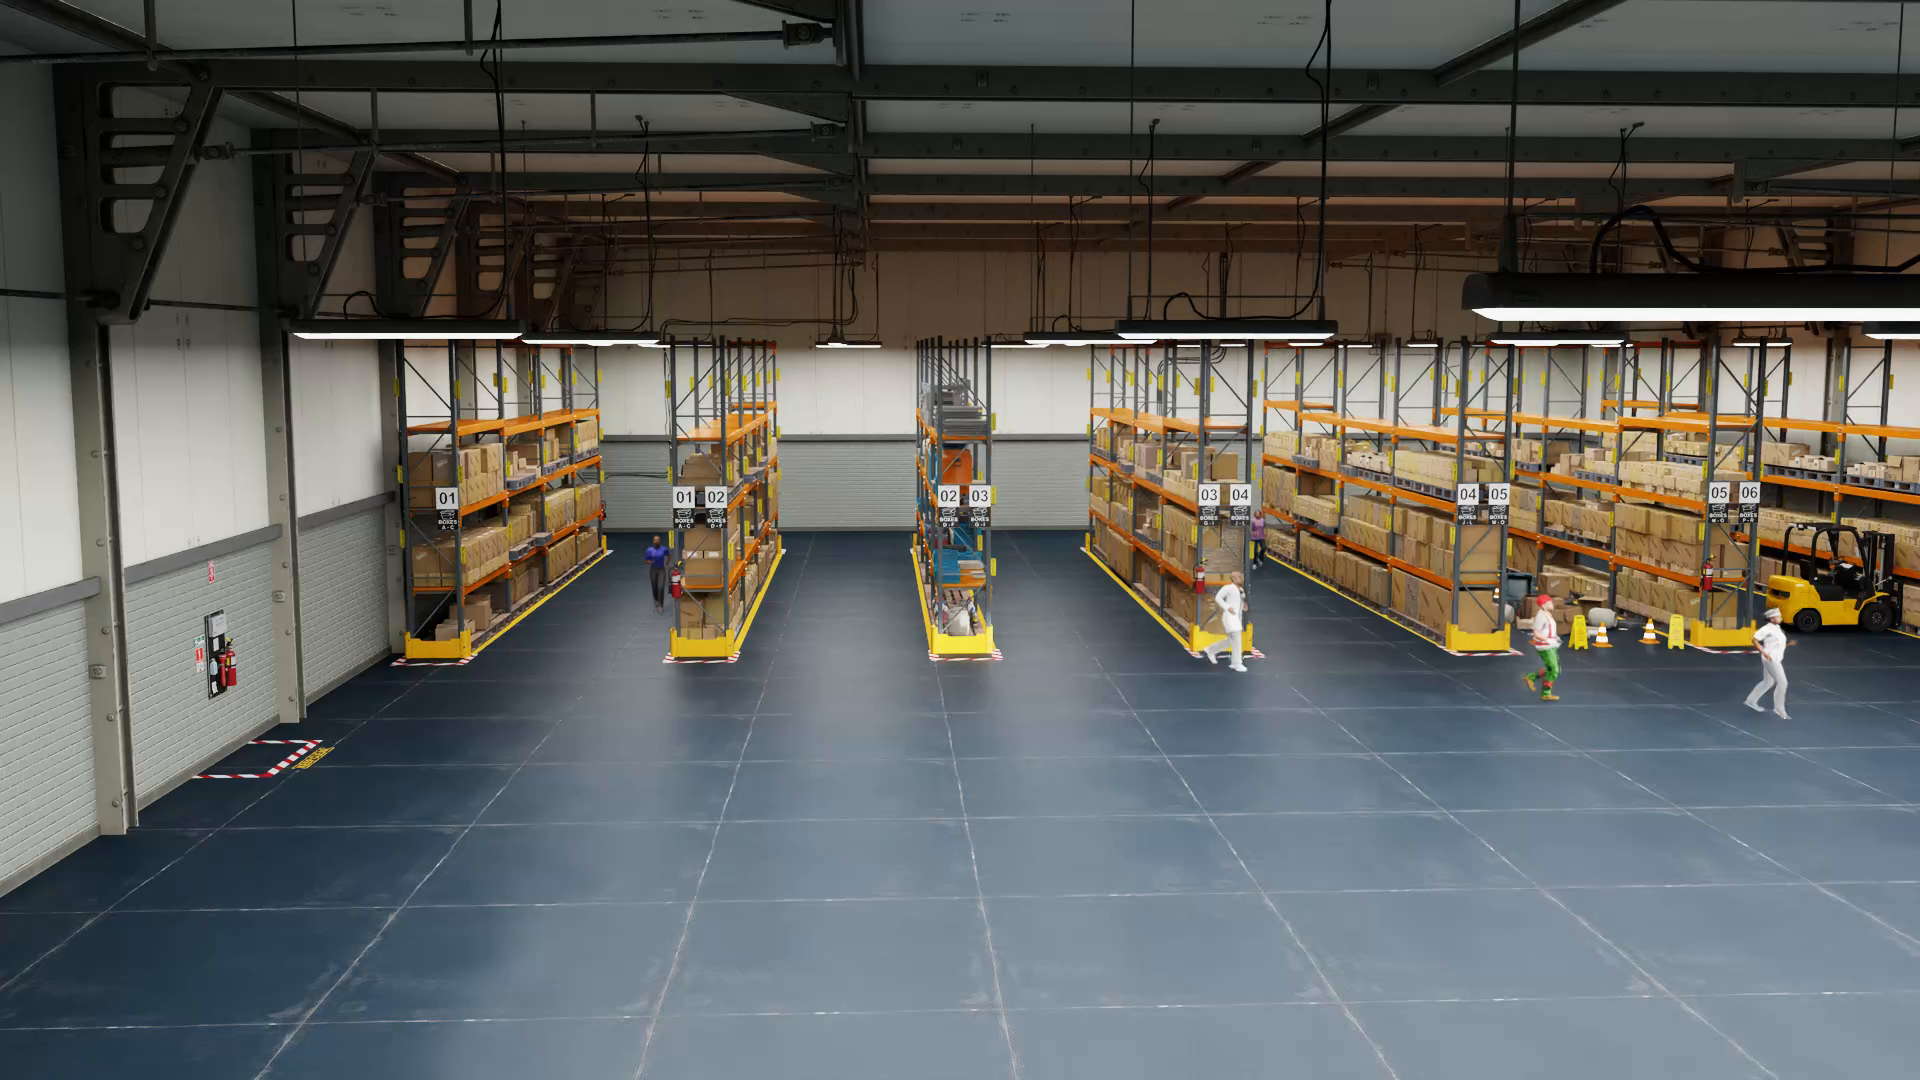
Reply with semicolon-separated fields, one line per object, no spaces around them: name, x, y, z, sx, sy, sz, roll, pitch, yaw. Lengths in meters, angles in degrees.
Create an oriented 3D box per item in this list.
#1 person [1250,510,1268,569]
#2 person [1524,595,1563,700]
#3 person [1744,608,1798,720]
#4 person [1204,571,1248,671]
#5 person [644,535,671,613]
person;7.830;-0.012;43.564;0.518;1.570;0.637;0;6;2
person;9.589;1.760;27.326;0.621;1.736;0.653;4;8;31
person;12.727;1.923;26.076;0.715;1.754;0.560;5;8;37
person;4.922;1.548;30.218;0.935;1.577;0.745;5;8;38
person;-6.658;0.735;36.600;0.576;1.652;0.921;-1;7;-8
